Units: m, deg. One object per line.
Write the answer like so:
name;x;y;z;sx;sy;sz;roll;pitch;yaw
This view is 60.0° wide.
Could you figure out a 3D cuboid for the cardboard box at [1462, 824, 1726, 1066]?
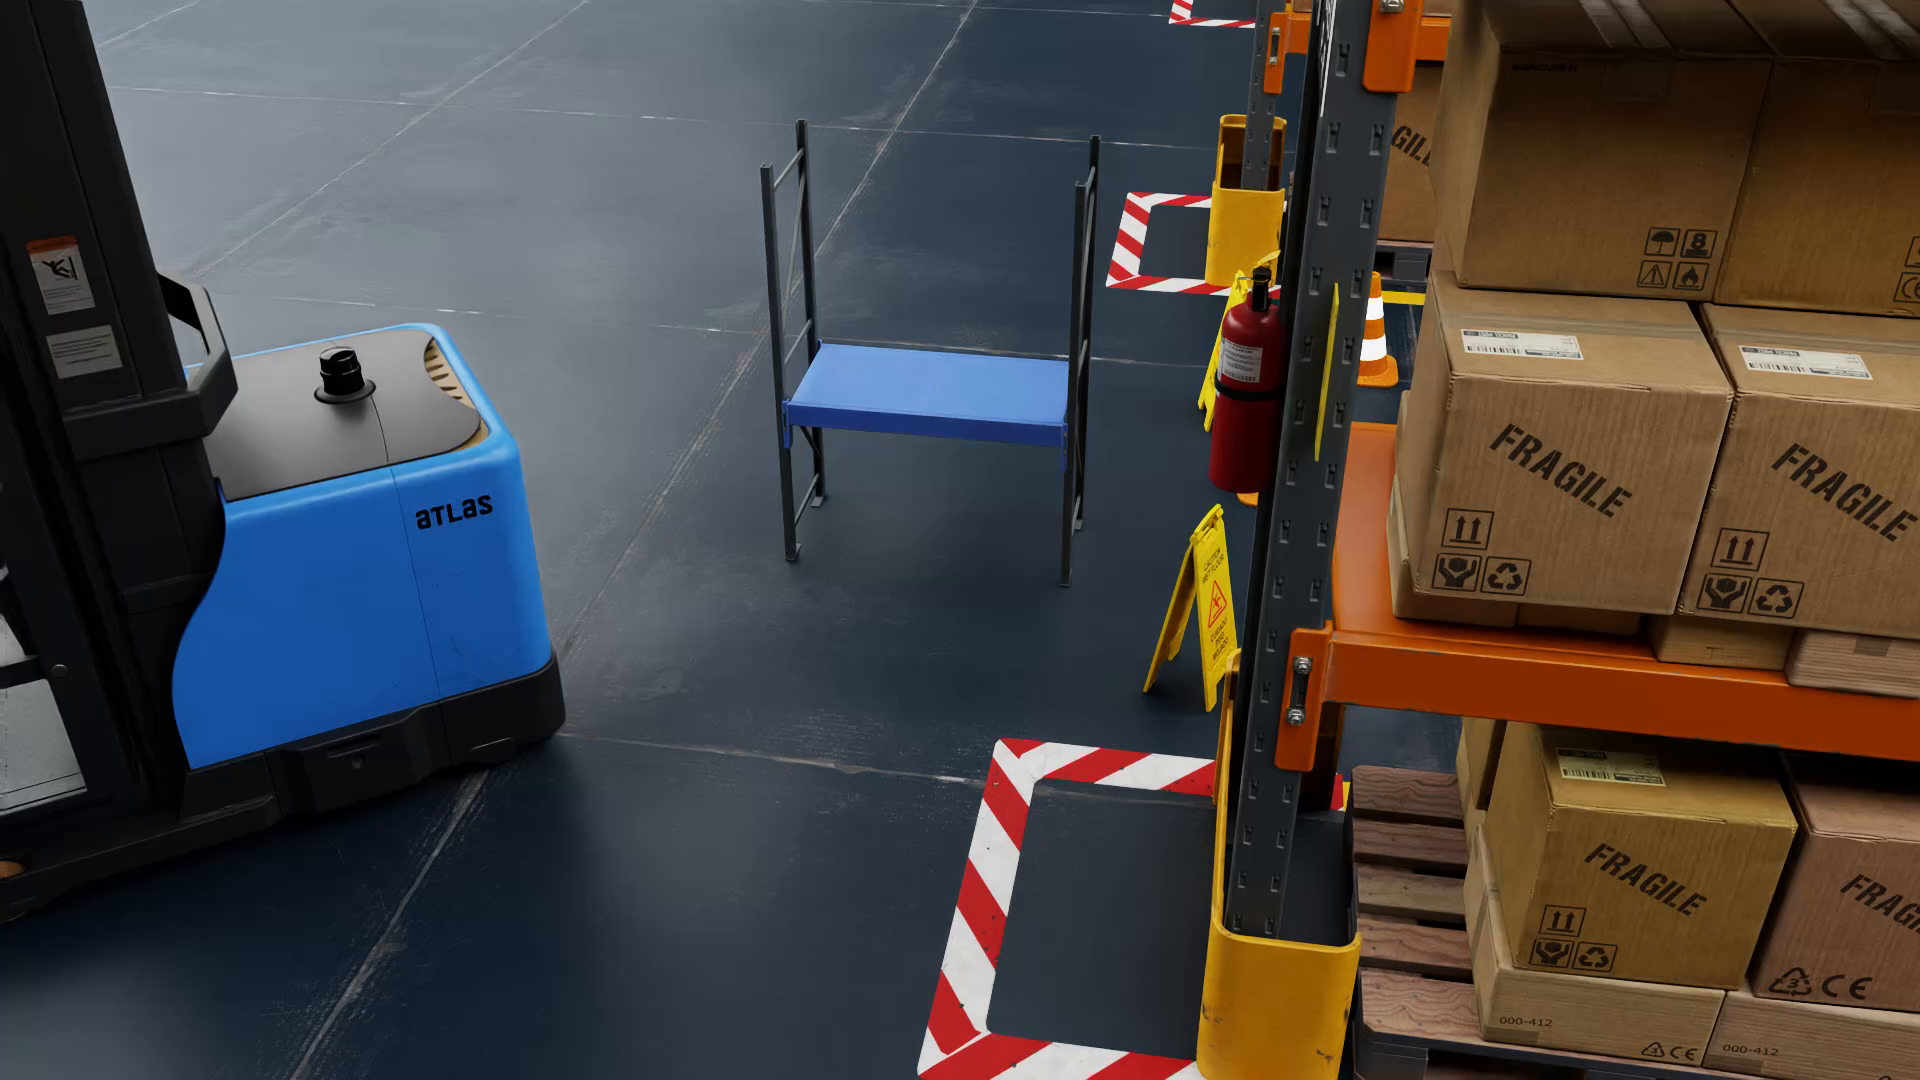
cardboard box;1.524;0.976;4.059;0.500;0.250;0.500;5;32;8

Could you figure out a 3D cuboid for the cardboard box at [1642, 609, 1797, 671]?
cardboard box;1.574;0.098;3.503;0.250;0.149;0.380;4;32;7

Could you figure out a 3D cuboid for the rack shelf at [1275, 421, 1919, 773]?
rack shelf;2.747;0.255;3.693;4.000;0.370;1.077;5;32;8

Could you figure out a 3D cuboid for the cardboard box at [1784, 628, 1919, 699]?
cardboard box;1.817;0.145;3.428;0.250;0.149;0.380;6;32;9

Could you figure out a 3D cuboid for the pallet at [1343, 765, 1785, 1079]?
pallet;1.645;1.052;4.371;1.213;0.211;1.003;5;32;8

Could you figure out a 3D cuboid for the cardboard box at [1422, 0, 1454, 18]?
cardboard box;2.427;-2.842;7.823;0.550;0.550;0.875;5;32;8

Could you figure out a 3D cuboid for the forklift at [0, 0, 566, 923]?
forklift;-2.784;-0.464;4.229;3.031;2.935;1.130;-16;35;-23

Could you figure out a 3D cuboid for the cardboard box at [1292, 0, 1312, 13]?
cardboard box;1.882;-2.880;7.883;0.550;0.550;0.875;5;32;8

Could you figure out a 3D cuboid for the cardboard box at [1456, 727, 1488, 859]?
cardboard box;1.641;0.693;4.511;0.500;0.250;0.500;5;32;8

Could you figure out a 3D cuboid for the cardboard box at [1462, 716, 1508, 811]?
cardboard box;1.609;0.377;4.310;0.500;0.500;0.500;5;32;9

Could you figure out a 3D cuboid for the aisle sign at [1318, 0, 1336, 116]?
aisle sign;0.662;-1.173;2.847;0.004;0.787;0.394;5;32;8

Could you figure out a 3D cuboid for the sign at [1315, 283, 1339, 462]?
sign;0.684;-0.311;3.104;0.005;0.325;0.100;5;32;8

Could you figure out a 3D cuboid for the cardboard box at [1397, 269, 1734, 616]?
cardboard box;1.195;-0.209;3.382;0.500;0.500;0.500;5;32;7

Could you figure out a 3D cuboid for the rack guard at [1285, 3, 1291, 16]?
rack guard;2.517;-4.345;12.720;0.348;0.500;1.175;5;32;8

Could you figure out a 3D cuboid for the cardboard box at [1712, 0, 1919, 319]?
cardboard box;1.813;-0.840;3.448;0.500;0.500;0.700;5;32;9

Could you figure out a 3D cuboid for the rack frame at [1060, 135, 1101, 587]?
rack frame;0.417;-0.598;5.792;0.032;1.500;0.500;5;32;8

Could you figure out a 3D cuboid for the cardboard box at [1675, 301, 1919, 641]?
cardboard box;1.706;-0.165;3.311;0.500;0.500;0.500;6;33;10

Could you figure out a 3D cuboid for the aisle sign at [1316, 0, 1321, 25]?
aisle sign;0.763;-1.487;3.349;0.004;0.787;0.394;5;32;8

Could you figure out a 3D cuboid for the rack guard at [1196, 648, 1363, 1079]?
rack guard;0.850;0.838;4.440;0.348;0.500;1.175;5;32;8

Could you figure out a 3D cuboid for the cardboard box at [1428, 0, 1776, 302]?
cardboard box;1.315;-0.889;3.526;0.500;0.500;0.700;4;32;7

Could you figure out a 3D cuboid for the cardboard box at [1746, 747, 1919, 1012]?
cardboard box;2.063;0.704;3.786;0.500;0.500;0.500;4;32;6

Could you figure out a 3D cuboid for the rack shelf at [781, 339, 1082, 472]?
rack shelf;-0.084;-0.491;5.960;1.000;0.185;0.538;5;32;8

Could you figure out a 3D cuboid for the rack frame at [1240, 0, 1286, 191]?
rack frame;1.508;-2.826;7.938;0.127;3.000;1.000;5;32;8

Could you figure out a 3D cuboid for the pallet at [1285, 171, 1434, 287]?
pallet;2.310;-1.613;8.629;1.213;0.211;1.003;5;32;8

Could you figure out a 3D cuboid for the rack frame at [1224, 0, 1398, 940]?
rack frame;0.775;-0.228;3.787;0.127;3.000;1.000;5;32;8

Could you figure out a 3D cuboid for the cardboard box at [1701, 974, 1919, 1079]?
cardboard box;2.026;1.026;3.980;0.500;0.250;0.500;6;33;10

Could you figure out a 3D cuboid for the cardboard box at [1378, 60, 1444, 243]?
cardboard box;2.188;-2.077;8.348;0.875;0.875;0.875;5;32;8

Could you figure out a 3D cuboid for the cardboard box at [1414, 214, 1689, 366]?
cardboard box;1.356;-0.492;3.835;0.500;0.500;0.500;5;32;7

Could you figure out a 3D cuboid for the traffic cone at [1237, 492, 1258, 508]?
traffic cone;1.268;-0.400;6.453;0.334;0.463;0.336;5;32;8

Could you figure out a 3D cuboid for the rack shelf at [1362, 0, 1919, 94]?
rack shelf;2.747;-1.016;2.897;4.000;0.370;1.077;5;32;8

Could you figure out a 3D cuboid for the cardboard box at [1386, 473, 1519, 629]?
cardboard box;1.075;0.017;3.632;0.250;0.149;0.380;5;32;8

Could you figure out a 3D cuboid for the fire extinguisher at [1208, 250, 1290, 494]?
fire extinguisher;0.740;-0.447;4.209;0.183;0.674;0.296;5;32;8

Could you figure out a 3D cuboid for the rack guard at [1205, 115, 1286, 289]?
rack guard;1.485;-1.769;8.604;0.348;0.500;1.175;5;32;8

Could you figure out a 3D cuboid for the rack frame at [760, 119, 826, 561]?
rack frame;-0.585;-0.689;5.937;0.032;1.500;0.500;5;32;8

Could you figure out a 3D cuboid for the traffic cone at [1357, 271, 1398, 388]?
traffic cone;1.793;-0.961;7.348;0.334;0.463;0.336;5;32;8

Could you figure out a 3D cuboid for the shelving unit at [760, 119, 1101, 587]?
shelving unit;-0.084;-0.643;5.864;1.048;1.500;0.538;5;32;8

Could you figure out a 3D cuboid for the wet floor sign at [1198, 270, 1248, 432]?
wet floor sign;1.147;-0.795;6.912;0.232;0.644;0.267;0;32;0

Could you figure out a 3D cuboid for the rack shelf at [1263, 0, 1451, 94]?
rack shelf;3.480;-2.343;7.843;4.000;0.370;1.077;5;32;8

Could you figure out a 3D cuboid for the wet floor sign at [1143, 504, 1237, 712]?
wet floor sign;0.768;0.193;5.333;0.232;0.644;0.267;17;36;25

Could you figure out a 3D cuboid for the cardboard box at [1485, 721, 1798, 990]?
cardboard box;1.547;0.660;3.857;0.500;0.500;0.500;4;32;7

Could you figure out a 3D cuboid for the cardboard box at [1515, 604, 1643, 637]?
cardboard box;1.326;0.032;3.608;0.250;0.149;0.380;6;32;9

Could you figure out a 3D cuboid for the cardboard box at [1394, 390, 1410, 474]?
cardboard box;1.180;-0.200;3.979;0.250;0.149;0.380;6;33;10
